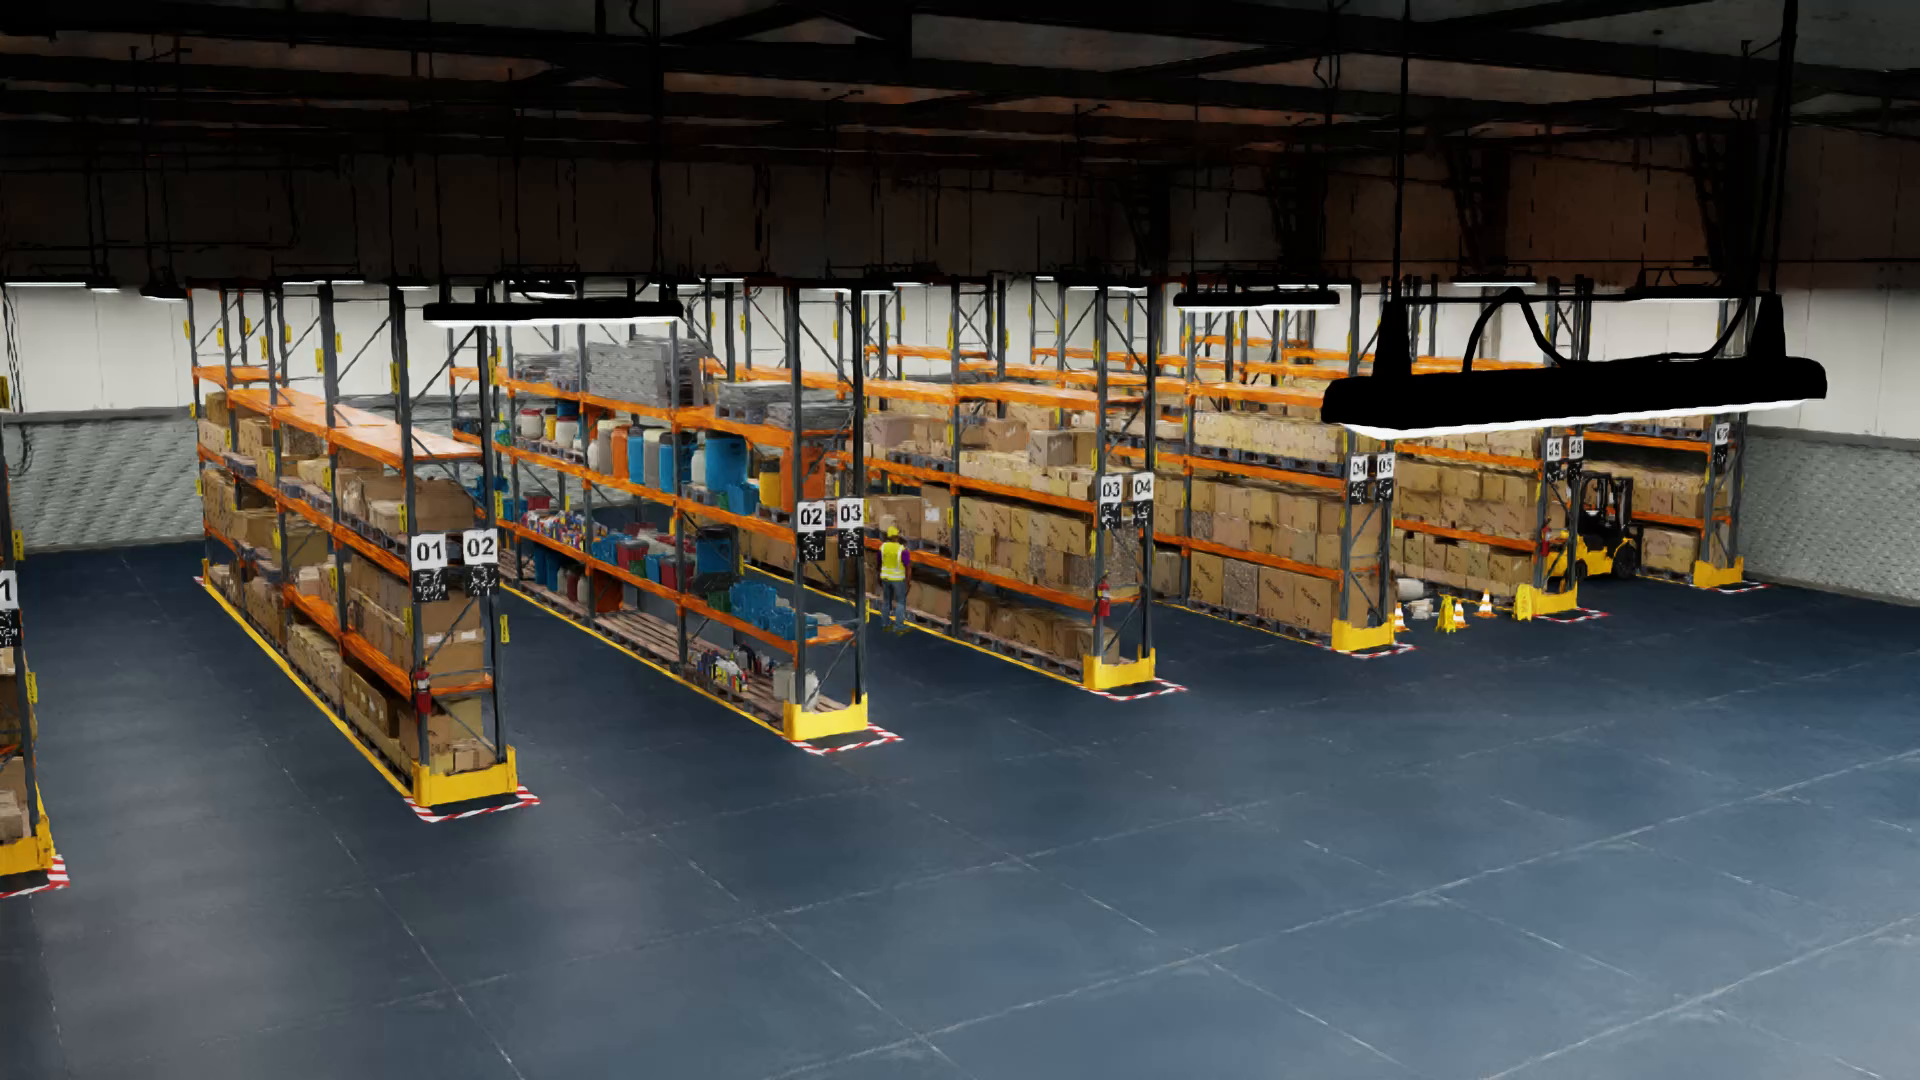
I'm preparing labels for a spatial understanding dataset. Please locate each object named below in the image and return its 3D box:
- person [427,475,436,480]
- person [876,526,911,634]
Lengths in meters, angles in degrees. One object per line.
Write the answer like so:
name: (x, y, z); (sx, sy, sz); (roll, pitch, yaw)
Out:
person: (-11.681, -0.575, 36.450); (0.451, 1.668, 0.638); (2, 10, 14)
person: (-1.064, 0.634, 27.225); (0.632, 1.760, 0.448); (5, 11, 26)
